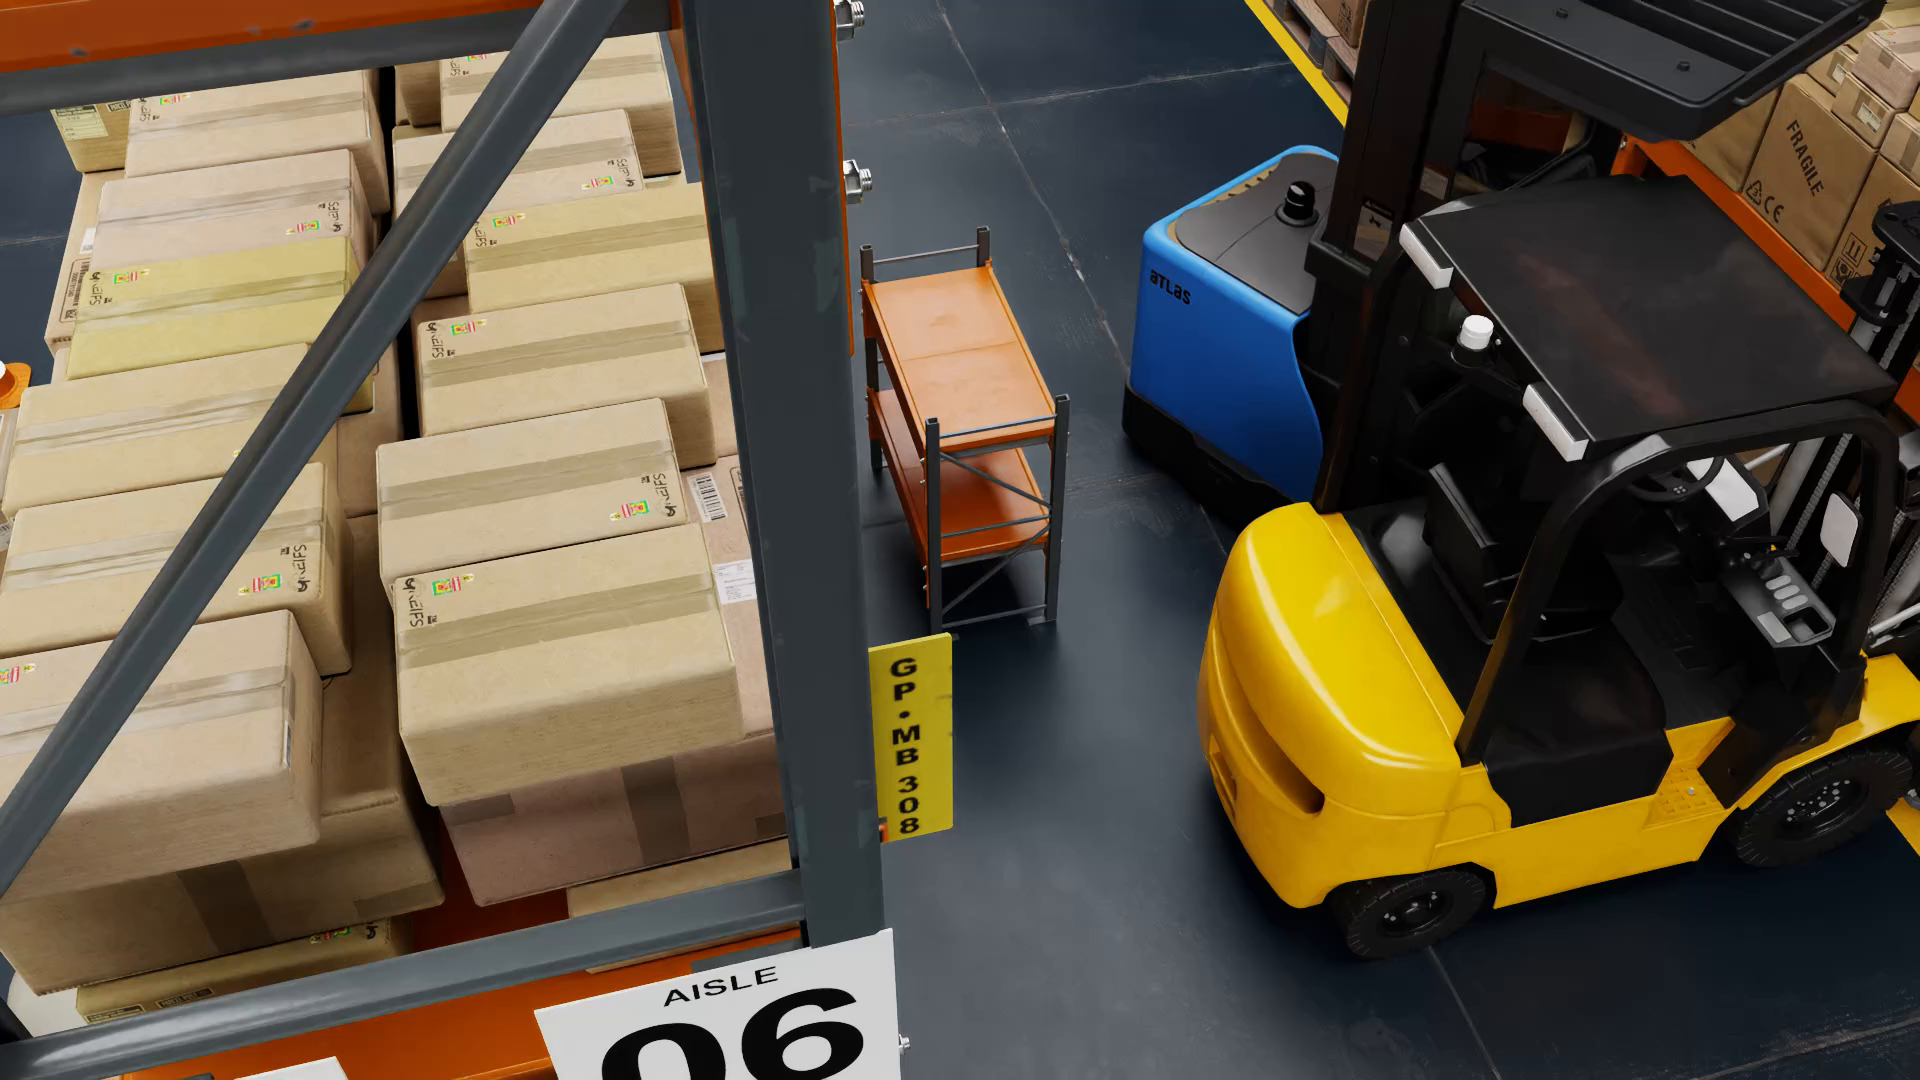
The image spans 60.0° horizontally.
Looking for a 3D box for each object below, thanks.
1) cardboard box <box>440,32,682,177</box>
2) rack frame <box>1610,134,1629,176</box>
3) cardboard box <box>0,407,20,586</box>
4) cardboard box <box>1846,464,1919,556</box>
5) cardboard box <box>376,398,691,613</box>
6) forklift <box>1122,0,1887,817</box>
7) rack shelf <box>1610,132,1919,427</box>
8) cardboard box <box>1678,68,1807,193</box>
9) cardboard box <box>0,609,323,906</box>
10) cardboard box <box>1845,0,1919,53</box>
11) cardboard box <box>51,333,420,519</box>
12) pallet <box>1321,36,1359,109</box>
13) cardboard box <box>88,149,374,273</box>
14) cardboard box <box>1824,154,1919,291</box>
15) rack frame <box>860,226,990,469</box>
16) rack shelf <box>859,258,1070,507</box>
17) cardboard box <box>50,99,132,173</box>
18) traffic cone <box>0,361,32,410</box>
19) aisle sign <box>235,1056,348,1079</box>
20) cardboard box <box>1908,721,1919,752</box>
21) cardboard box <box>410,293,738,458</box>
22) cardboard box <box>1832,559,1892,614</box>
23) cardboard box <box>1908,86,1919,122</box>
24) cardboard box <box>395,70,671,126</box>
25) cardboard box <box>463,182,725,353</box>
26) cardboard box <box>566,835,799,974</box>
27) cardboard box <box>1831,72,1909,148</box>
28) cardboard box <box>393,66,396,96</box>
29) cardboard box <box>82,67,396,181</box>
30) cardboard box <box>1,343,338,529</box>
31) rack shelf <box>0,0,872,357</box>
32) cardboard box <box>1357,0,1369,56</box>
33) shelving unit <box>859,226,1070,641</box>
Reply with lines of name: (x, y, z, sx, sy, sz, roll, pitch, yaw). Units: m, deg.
cardboard box: (-0.696, -0.745, 2.897, 0.380, 0.149, 0.250, -10, 46, -9)
rack frame: (3.192, -2.002, 6.612, 1.000, 3.000, 0.127, -11, 47, -10)
cardboard box: (-3.318, -0.136, 6.003, 0.500, 0.500, 0.500, -11, 47, -10)
cardboard box: (3.399, -0.085, 5.665, 0.500, 0.250, 0.500, -12, 47, -11)
cardboard box: (-0.555, -0.025, 2.192, 0.380, 0.149, 0.250, -11, 47, -10)
forklift: (2.046, -0.915, 5.594, 1.130, 2.935, 3.031, -32, 54, -28)
rack shelf: (3.704, -0.370, 5.516, 1.077, 0.370, 4.000, -11, 47, -10)
cardboard box: (3.053, -1.683, 6.229, 0.500, 0.500, 0.500, -12, 47, -11)
cardboard box: (-0.953, 0.249, 1.923, 0.380, 0.149, 0.250, -10, 46, -10)
cardboard box: (3.215, -1.756, 5.638, 0.380, 0.149, 0.250, -11, 47, -11)
cardboard box: (-1.088, -0.086, 2.531, 0.500, 0.250, 0.500, -11, 47, -11)
pallet: (2.650, -2.372, 8.927, 1.003, 0.211, 1.213, -11, 47, -10)
cardboard box: (-1.136, -0.464, 2.622, 0.380, 0.149, 0.250, -11, 47, -10)
cardboard box: (3.333, -0.977, 5.538, 0.500, 0.500, 0.500, -11, 47, -11)
rack frame: (-0.132, -0.749, 6.697, 0.500, 1.125, 0.032, -11, 47, -10)
rack shelf: (-0.002, -0.603, 6.144, 0.538, 0.278, 1.000, -11, 47, -10)
cardboard box: (-1.379, -0.804, 2.955, 0.380, 0.149, 0.250, -10, 46, -9)
traffic cone: (-4.317, -0.822, 7.231, 0.336, 0.463, 0.334, -11, 47, -10)
aisle sign: (-0.846, 0.855, 1.991, 0.394, 0.787, 0.004, -11, 47, -10)
cardboard box: (3.553, 0.616, 5.677, 0.500, 0.250, 0.500, -10, 46, -10)
cardboard box: (-0.572, -0.177, 2.620, 0.500, 0.250, 0.500, -11, 47, -11)
cardboard box: (3.394, 0.074, 5.858, 0.500, 0.250, 0.500, -11, 47, -10)
cardboard box: (3.274, -1.385, 5.275, 0.380, 0.149, 0.250, -11, 47, -11)
cardboard box: (-0.841, -0.887, 3.315, 0.500, 0.250, 0.500, -10, 46, -9)
cardboard box: (-0.552, -0.396, 2.555, 0.380, 0.149, 0.250, -11, 47, -10)
cardboard box: (-0.352, 0.419, 2.315, 0.380, 0.149, 0.250, -11, 47, -10)
cardboard box: (3.172, -1.459, 5.555, 0.380, 0.149, 0.250, -10, 46, -9)
cardboard box: (-1.496, -1.086, 3.789, 0.380, 0.149, 0.250, -12, 47, -12)
cardboard box: (-1.369, -0.789, 3.220, 0.500, 0.250, 0.500, -10, 46, -10)
cardboard box: (-1.065, -0.109, 2.274, 0.380, 0.149, 0.250, -11, 47, -11)
rack shelf: (-1.093, -1.558, 2.482, 1.077, 0.370, 4.000, -11, 47, -10)
cardboard box: (2.662, -2.732, 8.696, 0.875, 0.625, 0.625, -12, 47, -12)
shelving unit: (-0.002, -0.398, 6.353, 0.538, 1.125, 1.048, -11, 47, -10)
